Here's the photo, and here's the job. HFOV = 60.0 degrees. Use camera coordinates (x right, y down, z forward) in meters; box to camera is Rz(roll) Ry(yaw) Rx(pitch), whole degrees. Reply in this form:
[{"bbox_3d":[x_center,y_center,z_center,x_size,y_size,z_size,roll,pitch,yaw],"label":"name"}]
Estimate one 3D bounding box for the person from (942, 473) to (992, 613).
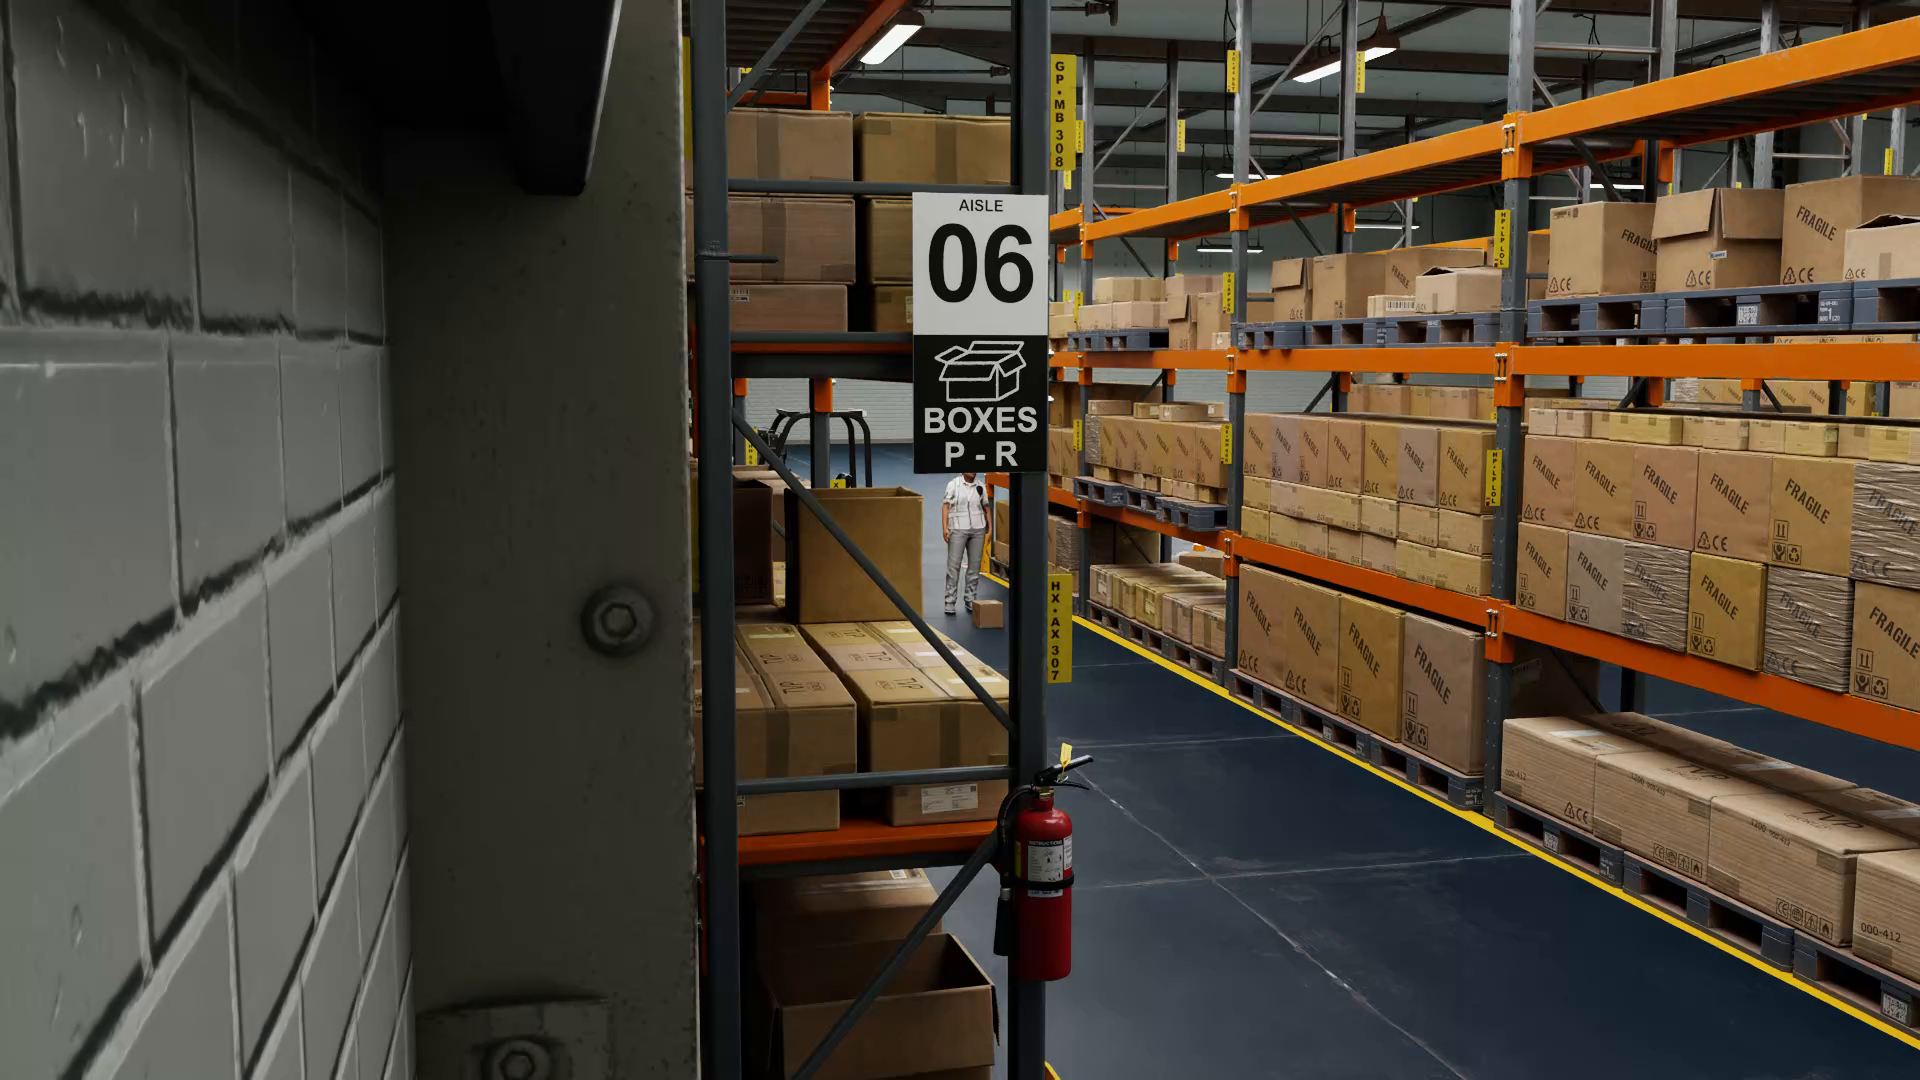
[{"bbox_3d":[0.079,-0.069,18.056,0.598,1.670,0.529,-2,6,-15],"label":"person"}]
